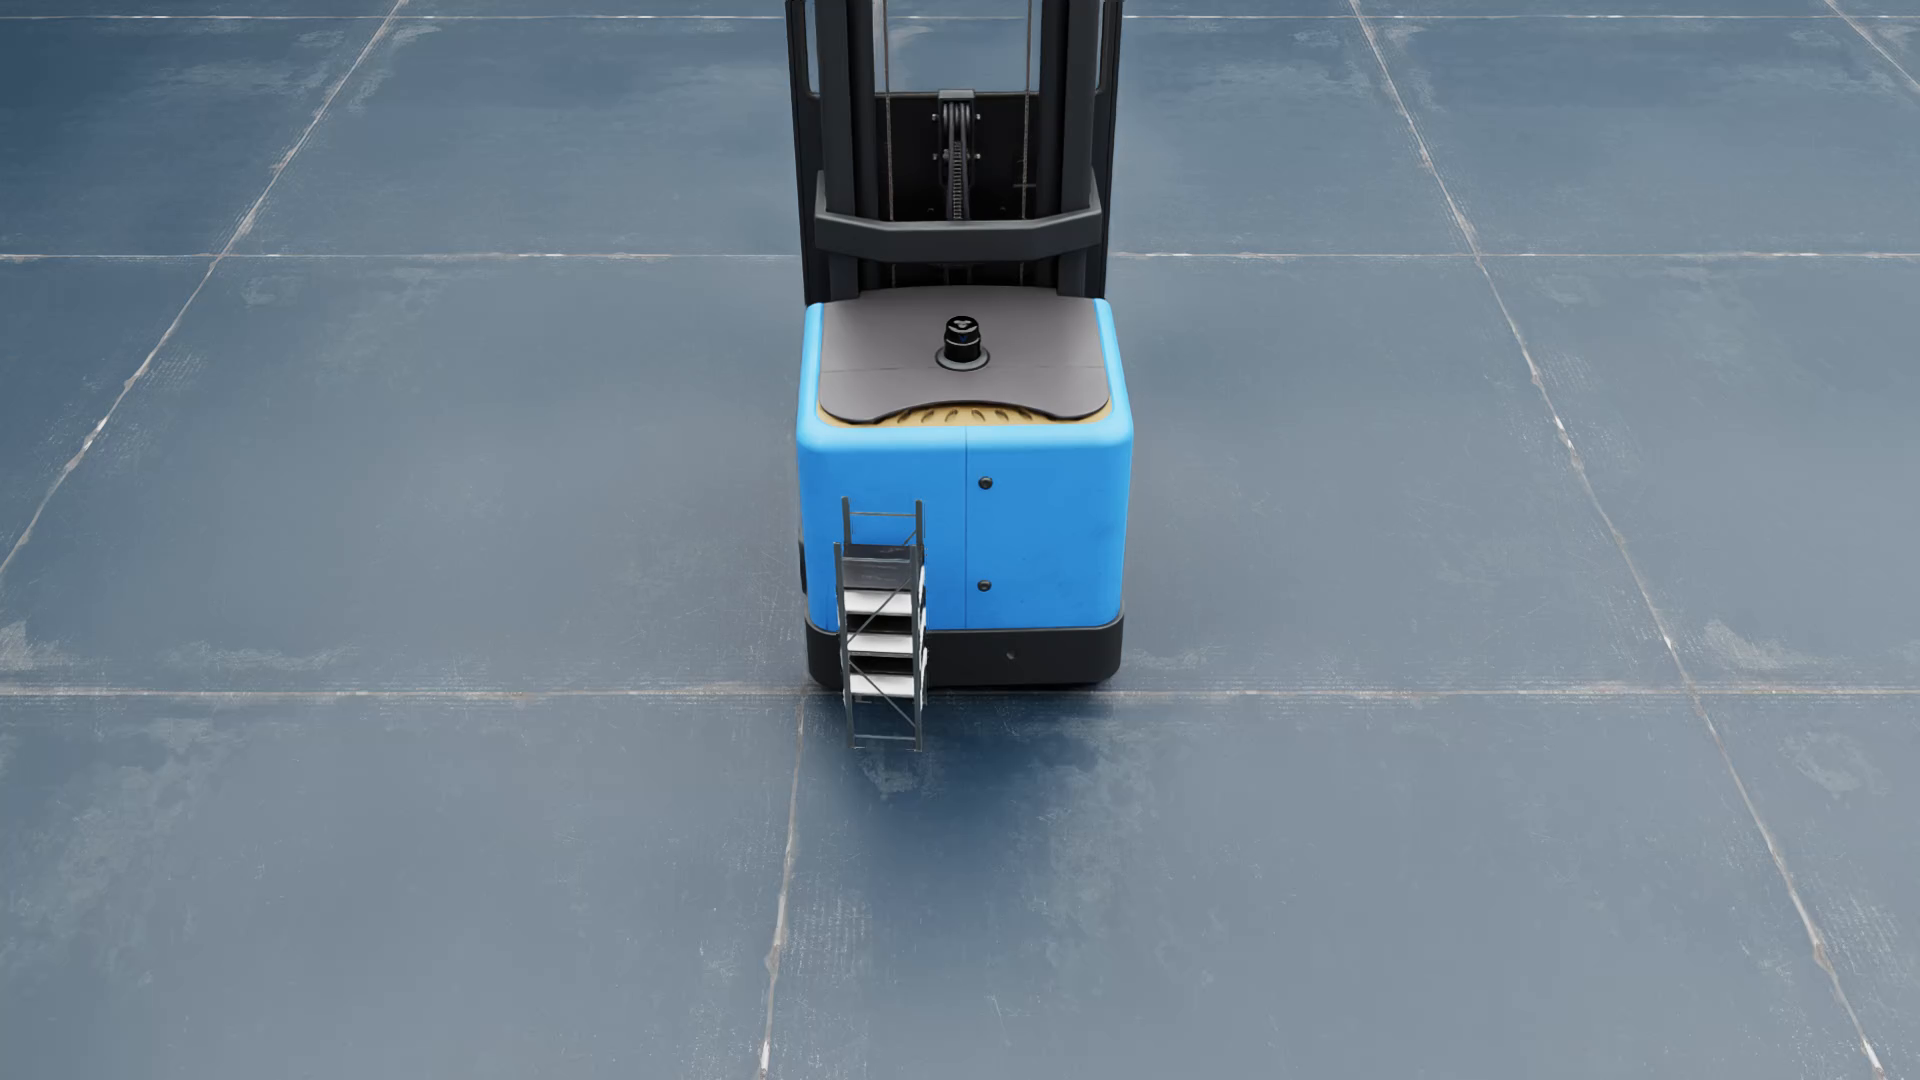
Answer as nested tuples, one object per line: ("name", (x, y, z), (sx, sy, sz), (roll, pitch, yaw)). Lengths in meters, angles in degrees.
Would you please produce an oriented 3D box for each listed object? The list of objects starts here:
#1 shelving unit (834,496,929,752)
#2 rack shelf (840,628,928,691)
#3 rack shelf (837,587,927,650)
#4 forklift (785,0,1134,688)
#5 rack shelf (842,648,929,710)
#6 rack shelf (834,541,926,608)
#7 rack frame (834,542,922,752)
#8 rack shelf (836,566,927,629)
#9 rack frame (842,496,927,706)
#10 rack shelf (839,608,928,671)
("shelving unit", (-0.237, 0.279, 5.173), (0.258, 0.900, 0.210), (2, 42, 3))
("rack shelf", (-0.237, 0.371, 5.255), (0.258, 0.077, 0.200), (2, 42, 3))
("rack shelf", (-0.237, 0.237, 5.135), (0.258, 0.077, 0.200), (2, 42, 3))
("forklift", (-0.028, -1.550, 5.840), (1.130, 2.935, 3.031), (-1, 39, -1))
("rack shelf", (-0.236, 0.438, 5.316), (0.258, 0.077, 0.200), (2, 42, 3))
("rack shelf", (-0.238, 0.103, 5.015), (0.258, 0.077, 0.200), (2, 42, 3))
("rack frame", (-0.244, 0.347, 5.097), (0.240, 0.900, 0.006), (2, 42, 3))
("rack shelf", (-0.238, 0.170, 5.075), (0.258, 0.077, 0.200), (2, 42, 3))
("rack frame", (-0.231, 0.212, 5.248), (0.240, 0.900, 0.006), (2, 42, 3))
("rack shelf", (-0.237, 0.304, 5.195), (0.258, 0.077, 0.200), (2, 42, 3))
